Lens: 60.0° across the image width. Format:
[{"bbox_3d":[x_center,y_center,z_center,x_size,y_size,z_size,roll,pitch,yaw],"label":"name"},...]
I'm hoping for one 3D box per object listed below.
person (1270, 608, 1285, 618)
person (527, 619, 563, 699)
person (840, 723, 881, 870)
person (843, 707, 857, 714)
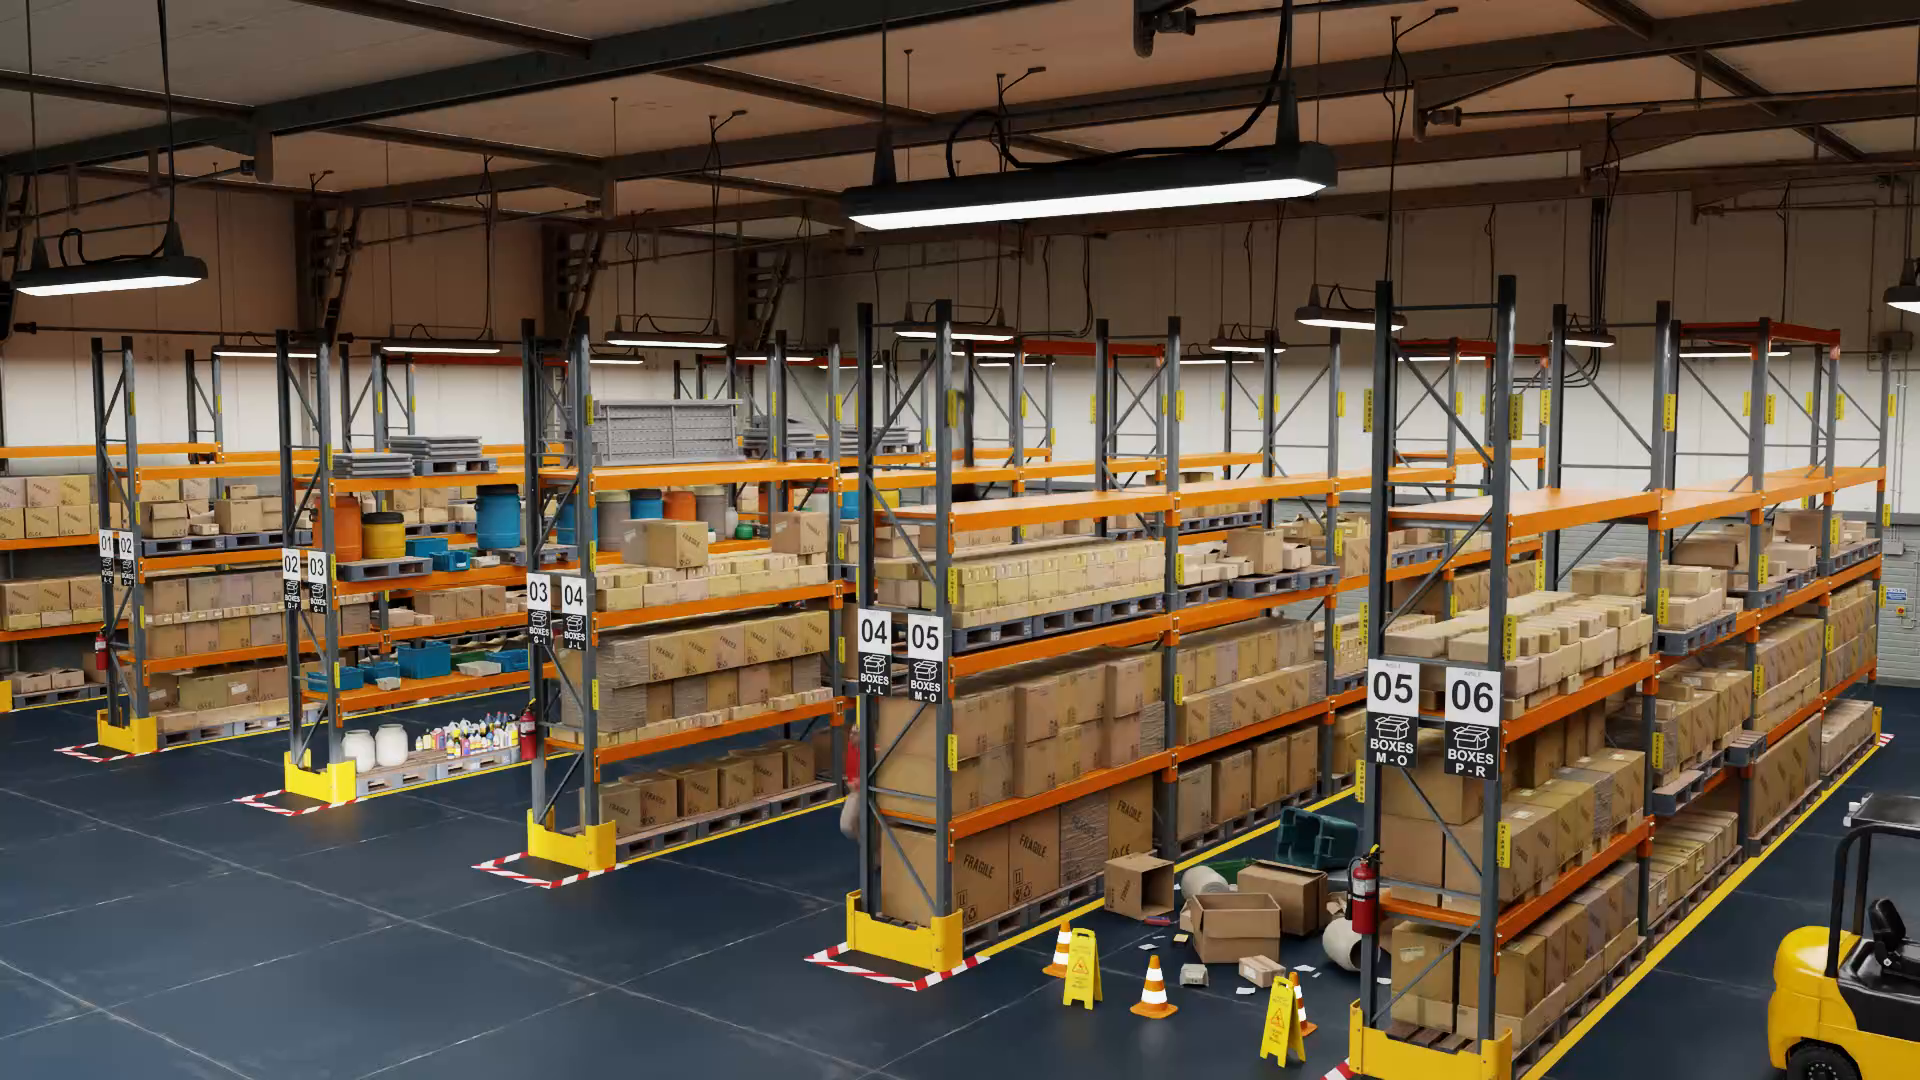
[{"bbox_3d":[5.151,1.960,26.936,0.685,1.759,0.631,3,6,32],"label":"person"},{"bbox_3d":[-6.800,1.918,27.461,0.717,1.805,0.866,2,5,20],"label":"person"},{"bbox_3d":[-1.036,2.766,17.906,0.628,1.661,0.698,3,6,33],"label":"person"},{"bbox_3d":[-1.712,2.118,25.629,0.600,1.672,0.843,3,6,31],"label":"person"}]
